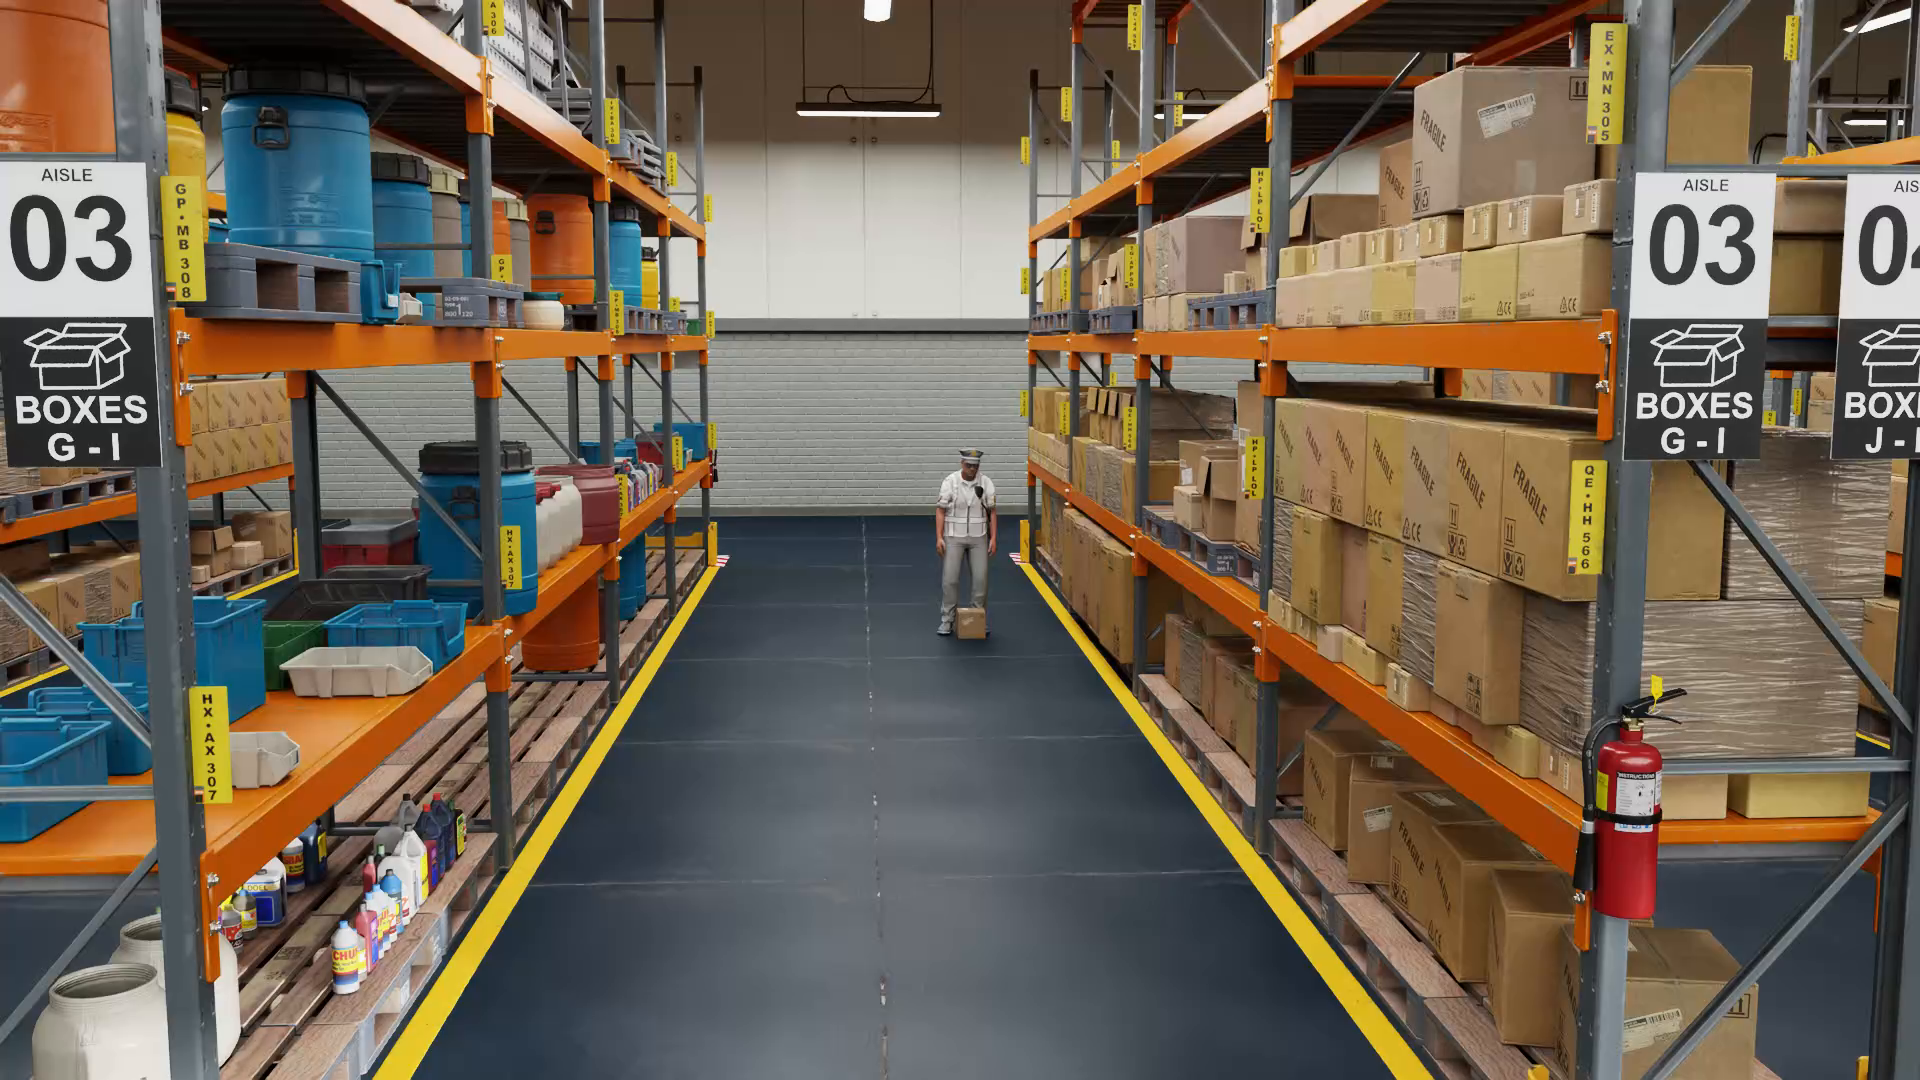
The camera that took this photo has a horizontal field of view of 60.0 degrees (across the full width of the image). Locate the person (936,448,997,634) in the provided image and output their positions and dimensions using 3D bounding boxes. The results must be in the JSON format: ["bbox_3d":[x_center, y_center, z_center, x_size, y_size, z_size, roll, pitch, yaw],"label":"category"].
[{"bbox_3d":[0.060,0.000,15.715,0.589,1.746,0.438,-1,7,-8],"label":"person"}]
